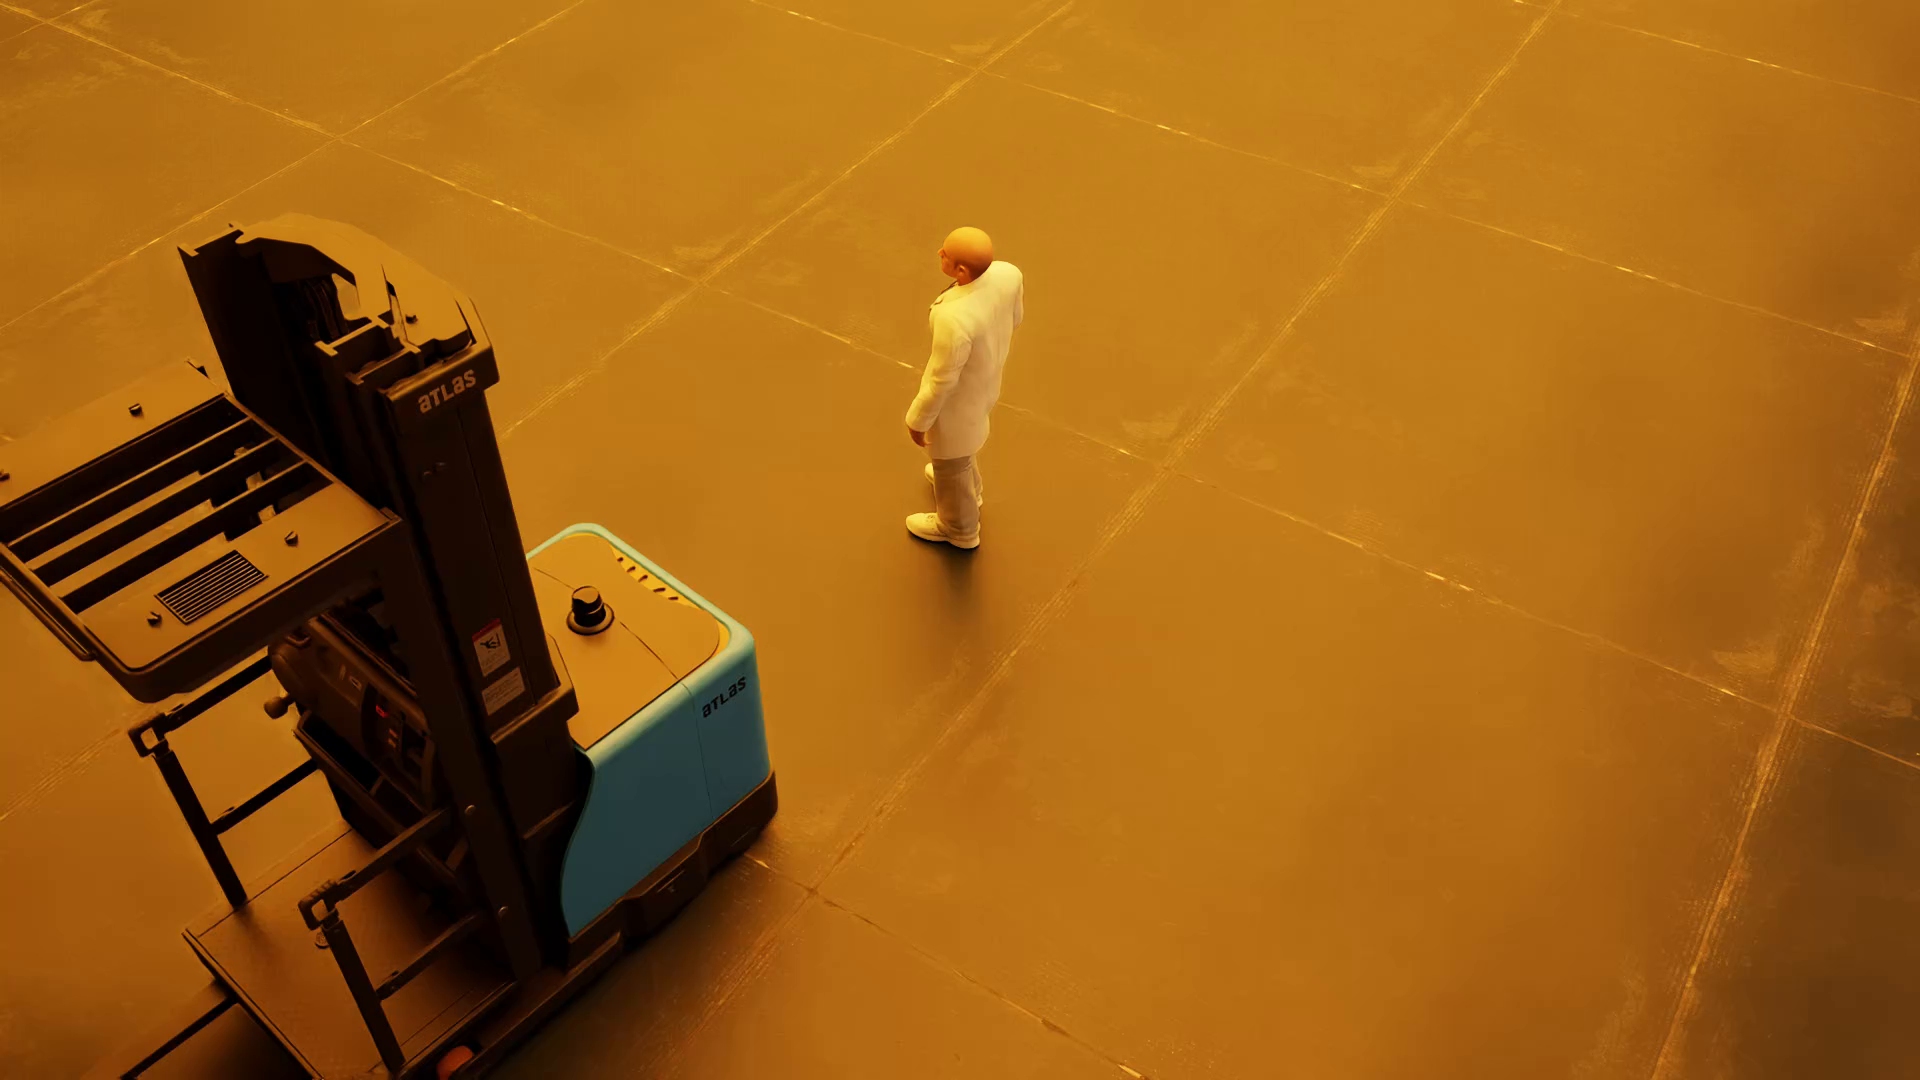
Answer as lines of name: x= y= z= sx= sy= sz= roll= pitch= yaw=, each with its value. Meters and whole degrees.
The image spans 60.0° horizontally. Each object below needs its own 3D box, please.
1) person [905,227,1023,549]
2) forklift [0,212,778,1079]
person: x=-0.075 y=-0.687 z=7.400 sx=0.579 sy=1.777 sz=0.698 roll=24 pitch=48 yaw=23
forklift: x=-2.091 y=0.599 z=5.217 sx=1.130 sy=2.935 sz=3.031 roll=31 pitch=52 yaw=29
